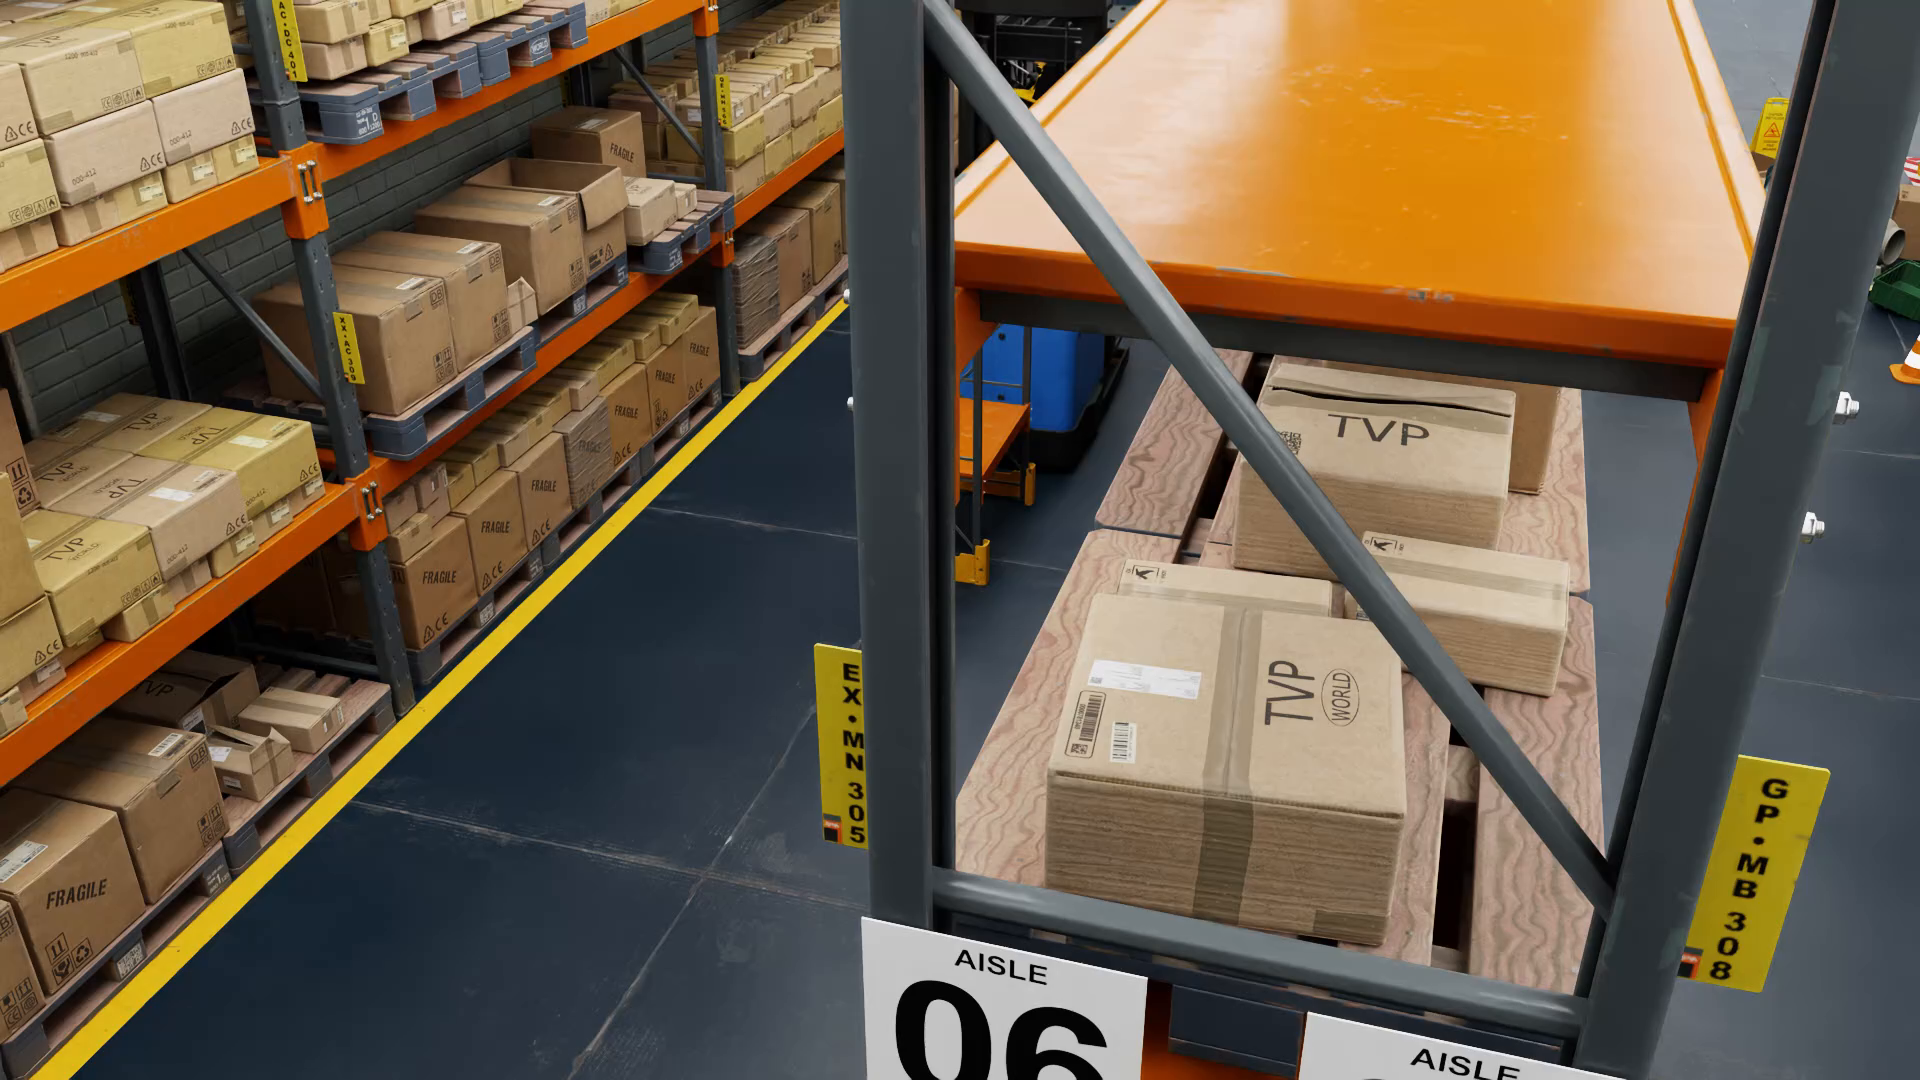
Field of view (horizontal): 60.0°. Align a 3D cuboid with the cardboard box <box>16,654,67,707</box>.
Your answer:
[{"bbox_3d":[-3.522,0.475,6.069,0.380,0.149,0.250,8,30,15],"label":"cardboard box"}]

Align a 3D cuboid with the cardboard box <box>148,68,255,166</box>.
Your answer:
[{"bbox_3d":[-3.102,-1.649,6.391,0.500,0.250,0.500,9,30,15],"label":"cardboard box"}]

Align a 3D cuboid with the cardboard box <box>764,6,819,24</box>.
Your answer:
[{"bbox_3d":[-1.363,-4.213,13.467,0.380,0.149,0.250,8,30,15],"label":"cardboard box"}]

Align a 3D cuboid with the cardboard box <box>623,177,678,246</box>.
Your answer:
[{"bbox_3d":[-2.026,-1.974,9.935,0.500,0.250,0.500,7,30,13],"label":"cardboard box"}]

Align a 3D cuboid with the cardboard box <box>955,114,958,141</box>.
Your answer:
[{"bbox_3d":[-0.268,-3.867,15.498,0.500,0.250,0.500,8,30,15],"label":"cardboard box"}]

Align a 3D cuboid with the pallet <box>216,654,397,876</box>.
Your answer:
[{"bbox_3d":[-3.402,1.004,7.728,1.003,0.211,1.213,8,30,15],"label":"pallet"}]

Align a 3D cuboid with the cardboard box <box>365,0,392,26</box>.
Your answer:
[{"bbox_3d":[-2.683,-2.302,7.135,0.380,0.149,0.250,9,30,16],"label":"cardboard box"}]

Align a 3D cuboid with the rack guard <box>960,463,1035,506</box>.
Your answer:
[{"bbox_3d":[0.169,-0.376,10.169,0.587,0.250,0.087,8,30,15],"label":"rack guard"}]

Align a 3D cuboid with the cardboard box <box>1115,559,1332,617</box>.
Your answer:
[{"bbox_3d":[0.465,0.175,2.987,0.380,0.149,0.250,6,30,11],"label":"cardboard box"}]

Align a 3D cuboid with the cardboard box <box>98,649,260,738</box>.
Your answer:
[{"bbox_3d":[-3.620,0.731,7.684,0.500,0.311,0.500,10,30,17],"label":"cardboard box"}]

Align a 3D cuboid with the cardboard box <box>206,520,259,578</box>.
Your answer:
[{"bbox_3d":[-3.161,0.009,6.907,0.380,0.149,0.250,9,30,16],"label":"cardboard box"}]

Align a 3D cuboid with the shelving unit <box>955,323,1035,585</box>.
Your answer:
[{"bbox_3d":[0.022,-0.691,9.449,0.587,1.500,1.083,8,30,15],"label":"shelving unit"}]

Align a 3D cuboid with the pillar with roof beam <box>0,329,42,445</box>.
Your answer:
[{"bbox_3d":[-0.150,-2.346,4.710,9.100,9.000,0.400,8,30,15],"label":"pillar with roof beam"}]

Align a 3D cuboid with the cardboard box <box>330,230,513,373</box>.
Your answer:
[{"bbox_3d":[-2.692,-1.194,8.277,0.700,0.500,0.500,9,30,15],"label":"cardboard box"}]

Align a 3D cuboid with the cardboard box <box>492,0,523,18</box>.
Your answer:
[{"bbox_3d":[-2.351,-2.636,8.040,0.380,0.149,0.250,9,30,16],"label":"cardboard box"}]

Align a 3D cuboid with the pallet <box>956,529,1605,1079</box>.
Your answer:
[{"bbox_3d":[0.580,0.414,2.927,1.003,0.211,1.213,8,30,15],"label":"pallet"}]

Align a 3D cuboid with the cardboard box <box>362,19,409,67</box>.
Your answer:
[{"bbox_3d":[-2.623,-2.159,7.184,0.380,0.149,0.250,9,30,15],"label":"cardboard box"}]

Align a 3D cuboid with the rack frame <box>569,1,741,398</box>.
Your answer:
[{"bbox_3d":[-2.026,-2.392,10.965,1.000,3.000,0.127,8,30,15],"label":"rack frame"}]

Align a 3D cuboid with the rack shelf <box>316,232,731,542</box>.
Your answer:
[{"bbox_3d":[-2.613,-1.149,9.469,1.077,0.370,4.000,8,30,15],"label":"rack shelf"}]

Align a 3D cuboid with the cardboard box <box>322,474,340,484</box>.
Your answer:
[{"bbox_3d":[-3.295,-0.243,8.574,0.380,0.149,0.250,9,30,15],"label":"cardboard box"}]

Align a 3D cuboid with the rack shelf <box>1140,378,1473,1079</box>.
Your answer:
[{"bbox_3d":[0.959,0.106,4.128,1.077,0.370,4.000,8,30,15],"label":"rack shelf"}]

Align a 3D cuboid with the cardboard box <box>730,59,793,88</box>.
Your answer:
[{"bbox_3d":[-1.413,-3.317,11.858,0.380,0.149,0.250,9,30,15],"label":"cardboard box"}]

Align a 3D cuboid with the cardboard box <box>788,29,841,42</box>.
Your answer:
[{"bbox_3d":[-1.086,-3.790,12.707,0.380,0.149,0.250,9,30,15],"label":"cardboard box"}]

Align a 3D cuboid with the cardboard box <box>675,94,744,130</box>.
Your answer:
[{"bbox_3d":[-1.651,-2.826,10.974,0.380,0.149,0.250,9,30,16],"label":"cardboard box"}]

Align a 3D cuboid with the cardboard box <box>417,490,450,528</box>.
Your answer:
[{"bbox_3d":[-2.833,-0.177,8.454,0.380,0.149,0.250,8,30,13],"label":"cardboard box"}]

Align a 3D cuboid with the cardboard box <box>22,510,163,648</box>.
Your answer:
[{"bbox_3d":[-3.408,0.138,6.264,0.500,0.250,0.500,8,30,15],"label":"cardboard box"}]

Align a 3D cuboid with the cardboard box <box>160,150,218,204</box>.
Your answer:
[{"bbox_3d":[-3.098,-1.412,6.376,0.380,0.149,0.250,8,30,15],"label":"cardboard box"}]

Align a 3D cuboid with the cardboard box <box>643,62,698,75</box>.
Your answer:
[{"bbox_3d":[-2.014,-3.273,11.778,0.380,0.149,0.250,8,30,14],"label":"cardboard box"}]

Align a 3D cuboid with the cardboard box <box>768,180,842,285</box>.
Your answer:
[{"bbox_3d":[-1.448,-2.444,13.068,0.875,0.625,0.625,7,30,13],"label":"cardboard box"}]

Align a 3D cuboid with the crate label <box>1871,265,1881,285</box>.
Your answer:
[{"bbox_3d":[7.321,-2.174,13.517,0.298,0.136,0.250,-12,31,-20],"label":"crate label"}]

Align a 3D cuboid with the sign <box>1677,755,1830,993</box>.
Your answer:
[{"bbox_3d":[0.901,0.386,1.904,0.100,0.325,0.005,8,30,15],"label":"sign"}]

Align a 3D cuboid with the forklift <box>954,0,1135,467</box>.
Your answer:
[{"bbox_3d":[0.590,-2.442,11.125,1.130,2.935,3.031,7,30,13],"label":"forklift"}]

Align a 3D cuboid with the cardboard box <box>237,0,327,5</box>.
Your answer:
[{"bbox_3d":[-2.778,-2.363,6.818,0.396,0.266,0.258,8,30,14],"label":"cardboard box"}]

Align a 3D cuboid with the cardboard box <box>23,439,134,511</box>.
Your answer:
[{"bbox_3d":[-3.744,-0.172,6.823,0.500,0.250,0.500,8,30,14],"label":"cardboard box"}]

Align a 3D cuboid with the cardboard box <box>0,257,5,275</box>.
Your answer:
[{"bbox_3d":[-3.436,-0.937,5.522,0.380,0.149,0.250,9,30,15],"label":"cardboard box"}]

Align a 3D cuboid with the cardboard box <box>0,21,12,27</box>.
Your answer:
[{"bbox_3d":[-3.754,-1.695,5.960,0.500,0.250,0.500,8,30,13],"label":"cardboard box"}]

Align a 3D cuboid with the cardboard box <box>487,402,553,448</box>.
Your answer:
[{"bbox_3d":[-2.517,-0.653,9.310,0.380,0.149,0.250,10,30,17],"label":"cardboard box"}]

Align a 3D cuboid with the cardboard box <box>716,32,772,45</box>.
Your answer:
[{"bbox_3d":[-1.652,-3.744,12.624,0.380,0.149,0.250,9,30,15],"label":"cardboard box"}]

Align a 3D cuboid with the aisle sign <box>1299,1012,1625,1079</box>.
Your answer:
[{"bbox_3d":[0.628,0.971,2.245,0.394,0.787,0.004,8,30,15],"label":"aisle sign"}]

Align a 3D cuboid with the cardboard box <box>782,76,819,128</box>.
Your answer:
[{"bbox_3d":[-1.343,-3.190,12.039,0.500,0.250,0.500,8,30,14],"label":"cardboard box"}]

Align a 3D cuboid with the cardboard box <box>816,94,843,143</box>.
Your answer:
[{"bbox_3d":[-1.211,-3.212,12.593,0.500,0.250,0.500,9,30,16],"label":"cardboard box"}]

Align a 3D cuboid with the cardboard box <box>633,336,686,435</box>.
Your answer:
[{"bbox_3d":[-2.101,-1.025,10.647,0.500,0.500,0.500,8,30,14],"label":"cardboard box"}]

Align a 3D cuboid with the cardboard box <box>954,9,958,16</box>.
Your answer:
[{"bbox_3d":[-0.335,-4.708,15.026,0.500,0.500,0.500,9,30,16],"label":"cardboard box"}]

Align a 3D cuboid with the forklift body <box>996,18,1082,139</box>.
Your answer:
[{"bbox_3d":[1.510,-4.598,15.803,2.313,2.155,1.214,8,30,15],"label":"forklift body"}]

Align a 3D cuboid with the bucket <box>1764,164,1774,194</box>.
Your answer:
[{"bbox_3d":[6.492,-2.511,12.983,0.726,0.611,0.620,20,45,32],"label":"bucket"}]

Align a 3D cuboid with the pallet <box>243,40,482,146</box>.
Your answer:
[{"bbox_3d":[-2.941,-2.055,7.467,1.213,0.211,1.003,8,30,15],"label":"pallet"}]

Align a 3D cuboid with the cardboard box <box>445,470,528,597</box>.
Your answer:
[{"bbox_3d":[-2.696,-0.066,8.923,0.500,0.500,0.500,8,30,14],"label":"cardboard box"}]

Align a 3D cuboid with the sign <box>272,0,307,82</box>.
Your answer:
[{"bbox_3d":[-2.679,-1.996,6.636,0.100,0.325,0.005,8,30,15],"label":"sign"}]

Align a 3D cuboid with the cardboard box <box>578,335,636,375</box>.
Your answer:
[{"bbox_3d":[-2.219,-1.138,10.182,0.380,0.149,0.250,9,30,16],"label":"cardboard box"}]

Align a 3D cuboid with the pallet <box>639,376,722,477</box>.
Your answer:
[{"bbox_3d":[-2.281,-0.832,11.029,1.003,0.211,1.213,8,30,15],"label":"pallet"}]

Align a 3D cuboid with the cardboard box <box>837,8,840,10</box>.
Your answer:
[{"bbox_3d":[-0.798,-4.266,13.562,0.380,0.149,0.250,8,30,14],"label":"cardboard box"}]

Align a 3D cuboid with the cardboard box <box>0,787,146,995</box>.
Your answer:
[{"bbox_3d":[-3.565,1.340,6.394,0.500,0.500,0.500,9,30,16],"label":"cardboard box"}]
